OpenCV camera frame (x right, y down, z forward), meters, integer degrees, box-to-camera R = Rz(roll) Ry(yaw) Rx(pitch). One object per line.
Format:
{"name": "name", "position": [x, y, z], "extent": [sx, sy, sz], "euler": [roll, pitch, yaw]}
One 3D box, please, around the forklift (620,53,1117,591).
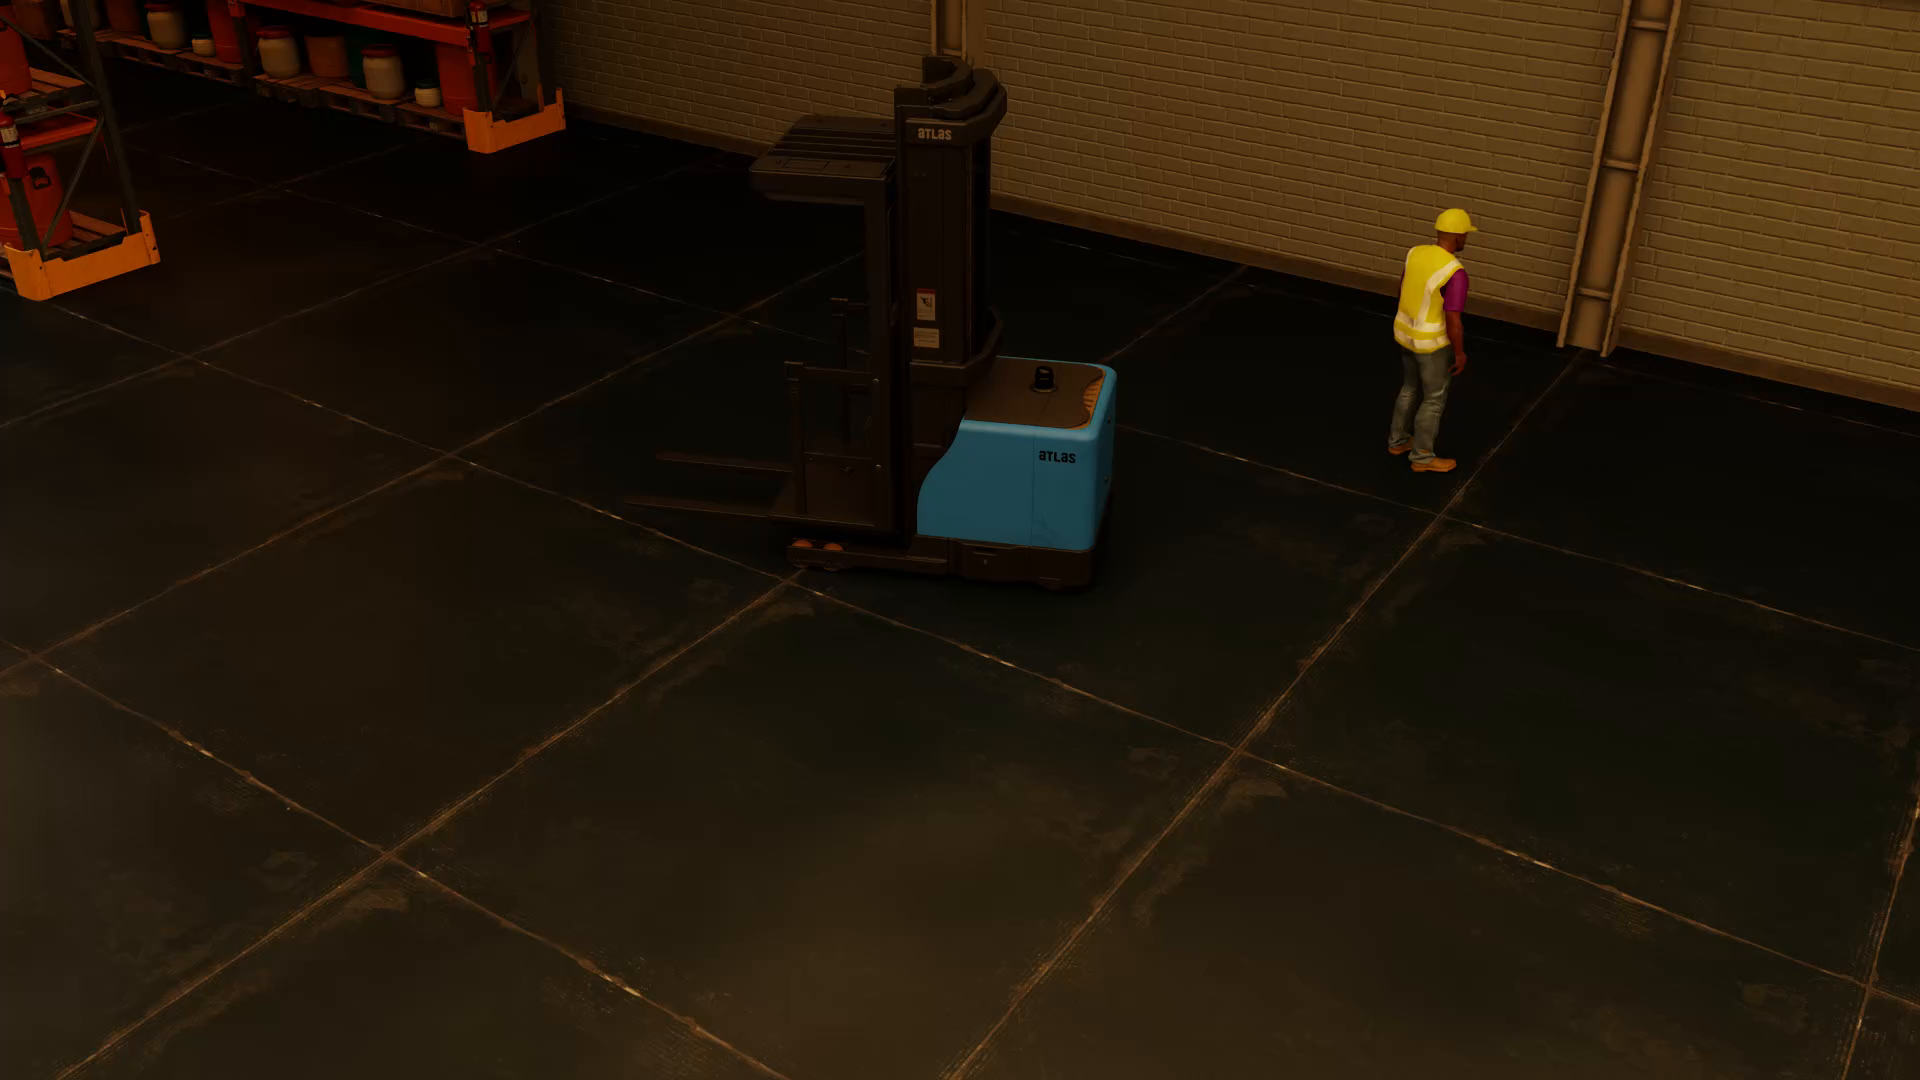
{"name": "forklift", "position": [-0.596, -1.330, 9.871], "extent": [3.031, 2.935, 1.130], "euler": [6, 31, 10]}

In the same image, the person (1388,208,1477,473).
{"name": "person", "position": [3.129, -1.339, 11.055], "extent": [0.454, 1.761, 0.636], "euler": [-11, 32, -18]}
